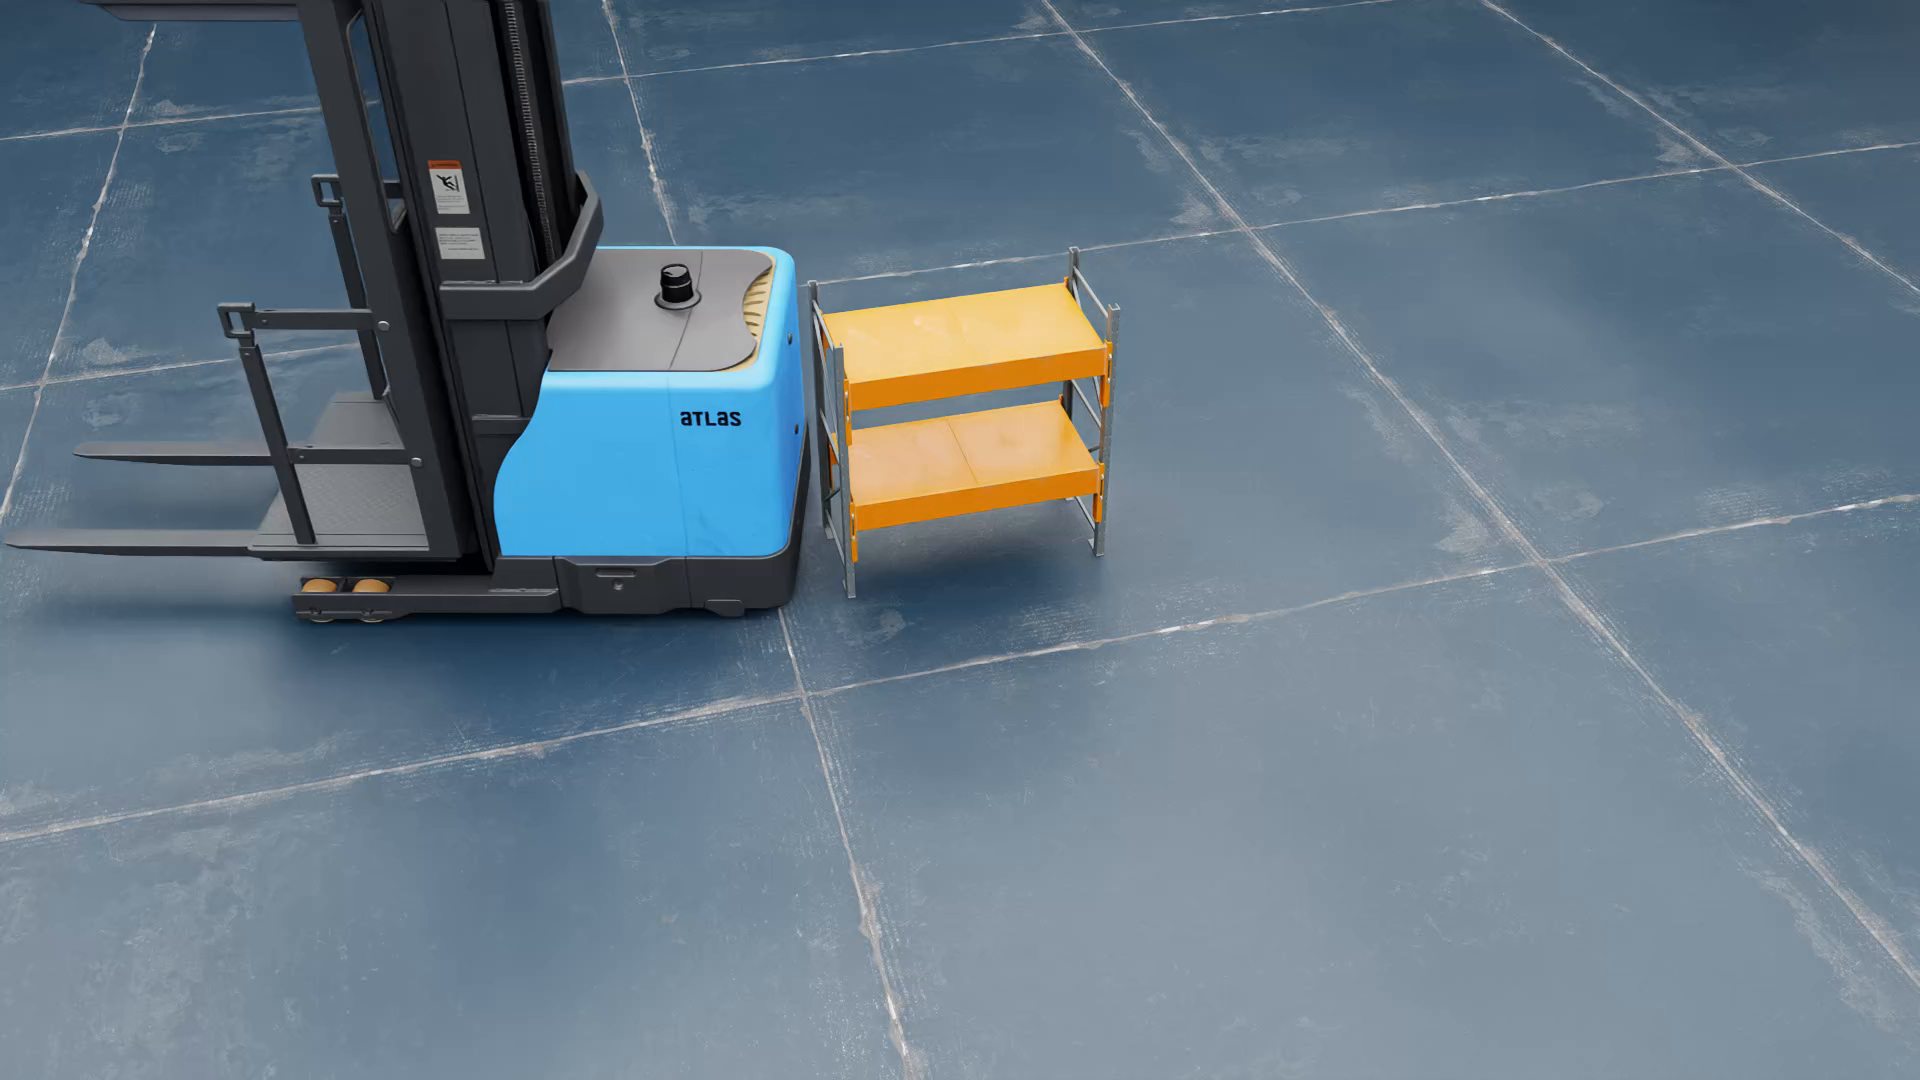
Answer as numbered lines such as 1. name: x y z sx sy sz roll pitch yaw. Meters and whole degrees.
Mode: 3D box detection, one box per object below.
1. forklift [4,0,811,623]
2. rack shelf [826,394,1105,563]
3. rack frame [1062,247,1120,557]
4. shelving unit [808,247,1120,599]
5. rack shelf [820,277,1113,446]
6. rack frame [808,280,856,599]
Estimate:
1. forklift: -2.147 -1.171 5.869 3.031 2.935 1.130 0 37 0
2. rack shelf: 0.007 -0.254 6.558 1.000 0.278 0.538 -9 38 -12
3. rack frame: 0.497 -0.528 6.515 0.032 1.125 0.500 -9 38 -12
4. shelving unit: 0.007 -0.448 6.410 1.048 1.125 0.538 -9 38 -12
5. rack shelf: 0.007 -0.680 6.232 1.000 0.278 0.538 -9 38 -12
6. rack frame: -0.484 -0.367 6.304 0.032 1.125 0.500 -9 38 -12
